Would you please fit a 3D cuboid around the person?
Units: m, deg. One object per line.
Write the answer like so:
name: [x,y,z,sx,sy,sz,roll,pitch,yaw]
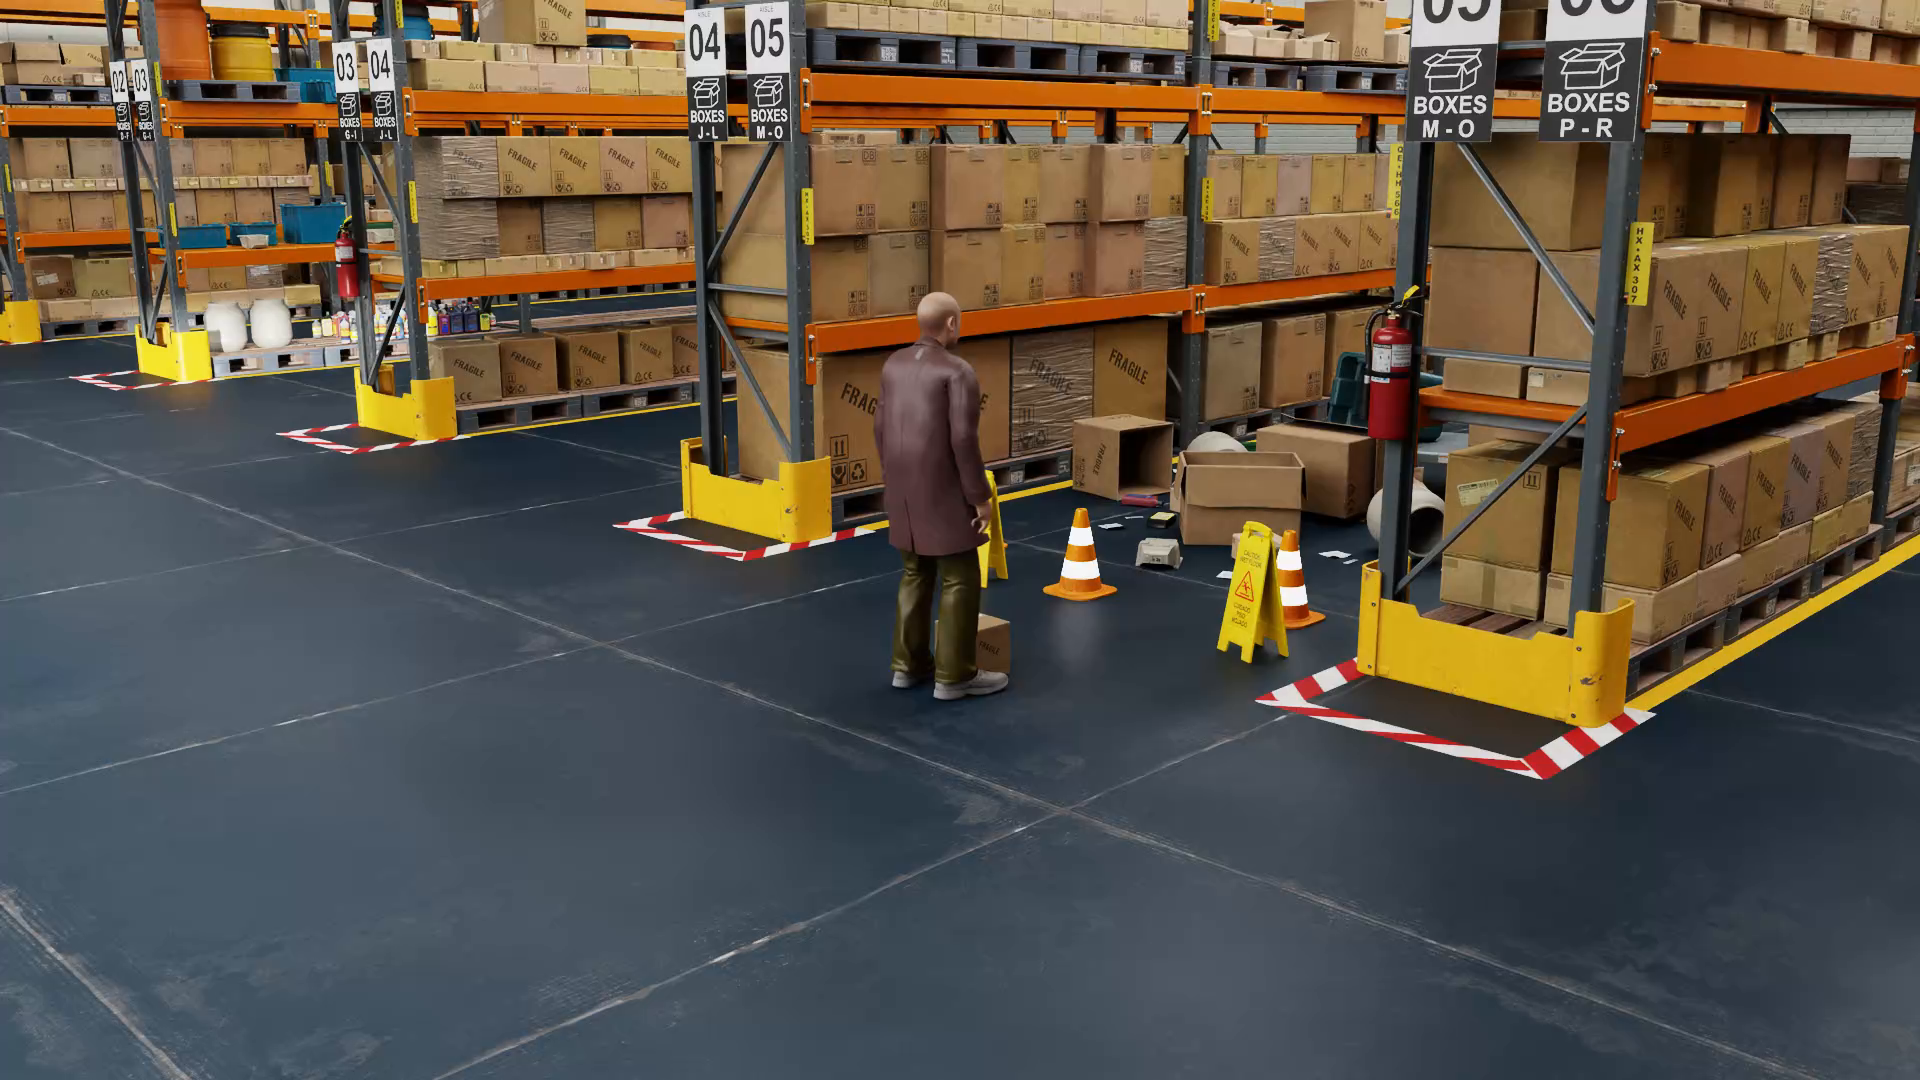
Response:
person: [-0.109,-0.200,7.360,0.644,1.774,0.427,13,19,43]
